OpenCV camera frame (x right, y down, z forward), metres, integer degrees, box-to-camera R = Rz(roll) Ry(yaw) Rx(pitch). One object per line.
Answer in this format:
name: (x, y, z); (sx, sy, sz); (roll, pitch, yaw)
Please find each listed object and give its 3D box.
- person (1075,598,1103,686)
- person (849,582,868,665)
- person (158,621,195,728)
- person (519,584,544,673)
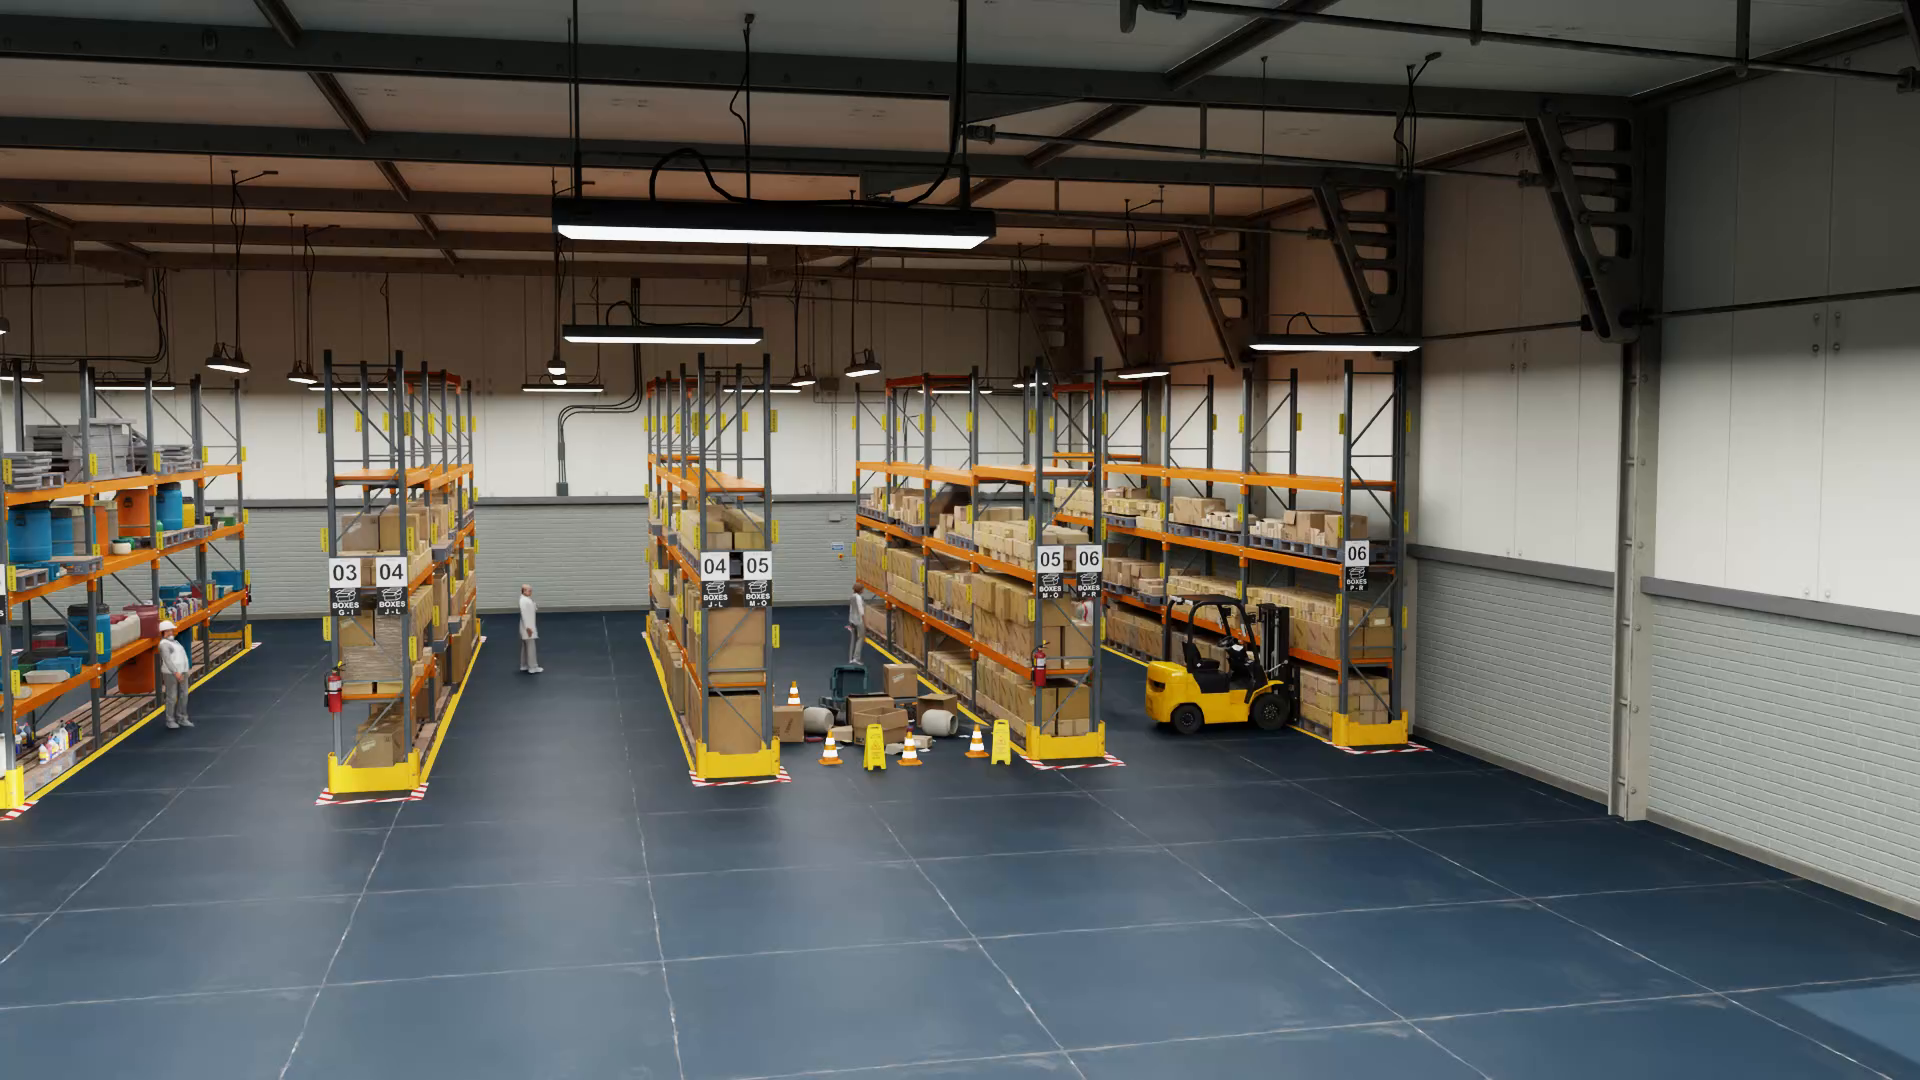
person: (2.309, 1.764, 30.129); (0.577, 1.865, 0.515); (-1, 4, -18)
person: (-2.005, 1.637, 32.584); (0.337, 1.620, 0.478); (-2, 5, -32)
person: (-12.920, 2.225, 27.432); (0.586, 1.801, 0.598); (1, 4, 16)
person: (-8.657, 1.773, 33.541); (0.471, 1.773, 0.644); (-1, 4, -21)
